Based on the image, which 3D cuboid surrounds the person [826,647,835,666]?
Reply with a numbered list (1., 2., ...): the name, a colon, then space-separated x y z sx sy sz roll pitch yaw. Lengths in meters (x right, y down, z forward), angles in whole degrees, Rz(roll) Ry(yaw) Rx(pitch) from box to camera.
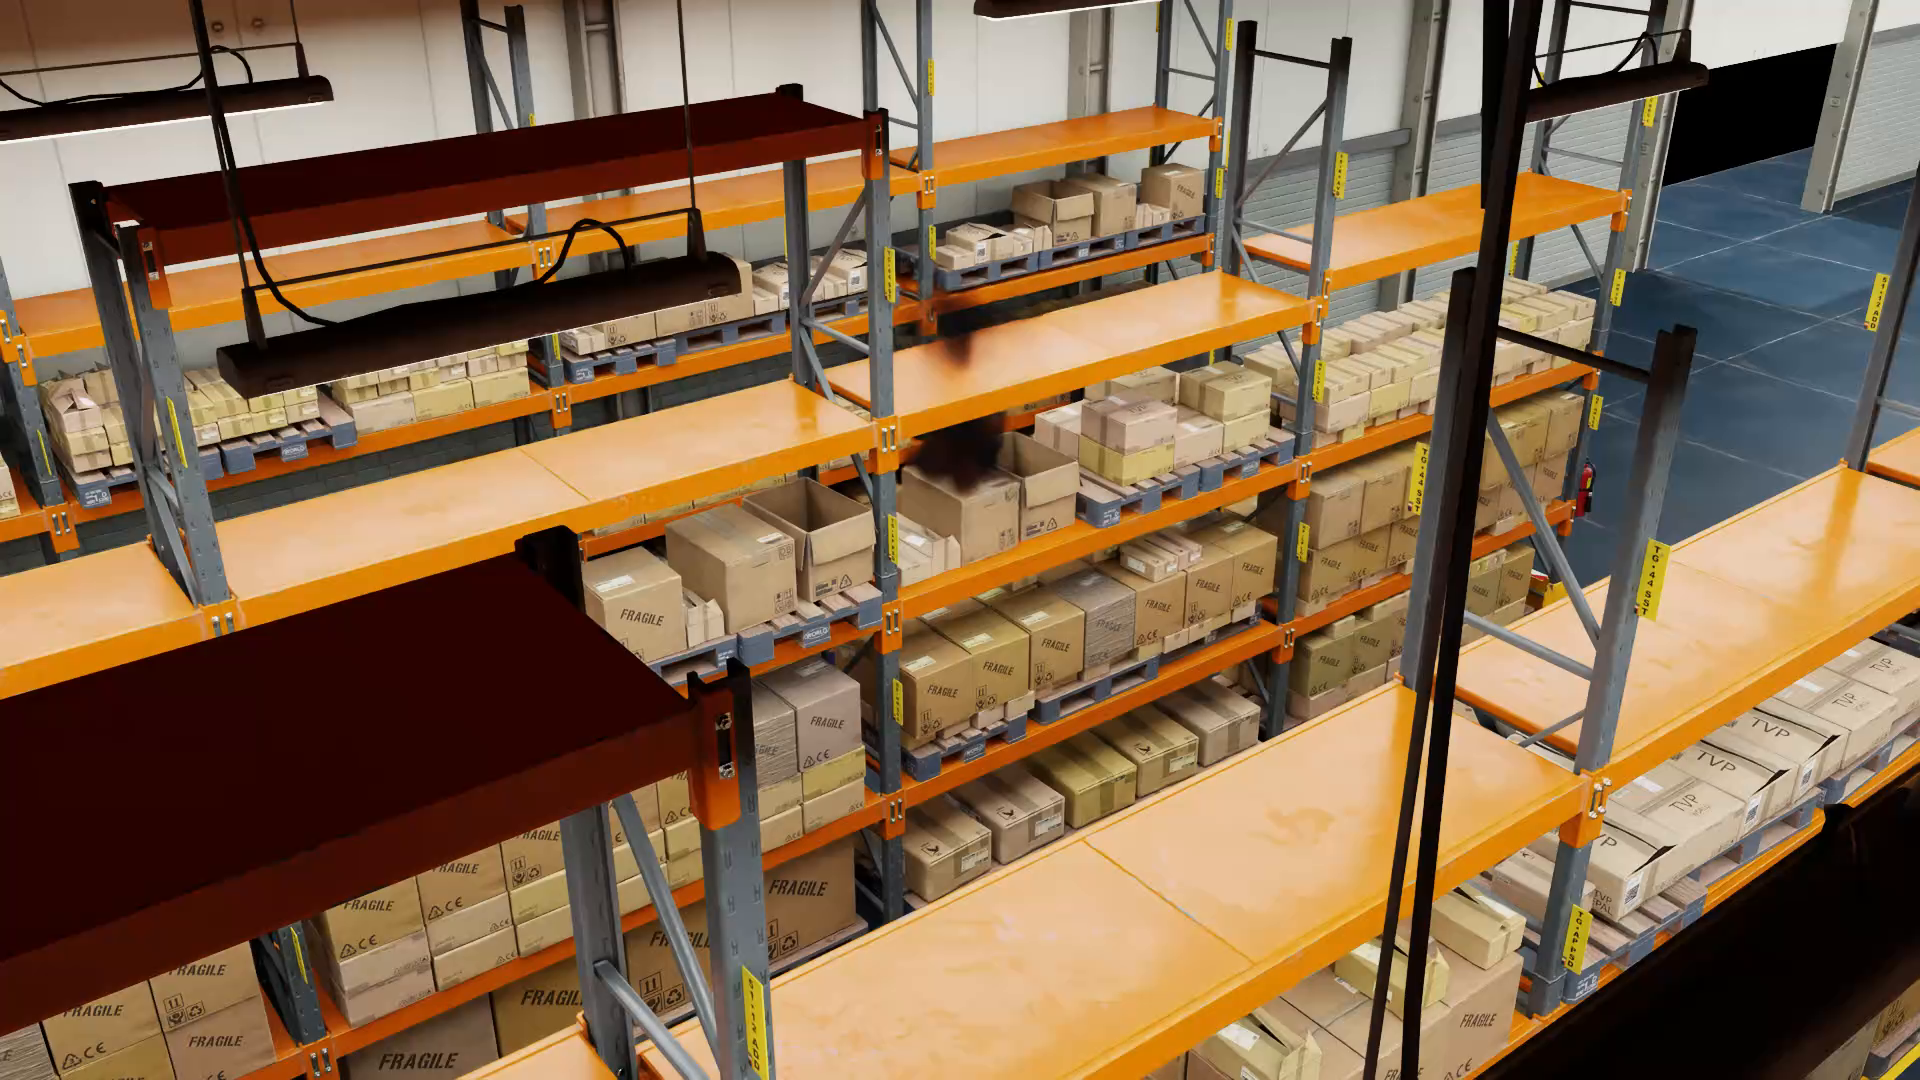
1. person: -0.973 0.931 14.402 0.577 1.616 0.601 -17 31 -31
